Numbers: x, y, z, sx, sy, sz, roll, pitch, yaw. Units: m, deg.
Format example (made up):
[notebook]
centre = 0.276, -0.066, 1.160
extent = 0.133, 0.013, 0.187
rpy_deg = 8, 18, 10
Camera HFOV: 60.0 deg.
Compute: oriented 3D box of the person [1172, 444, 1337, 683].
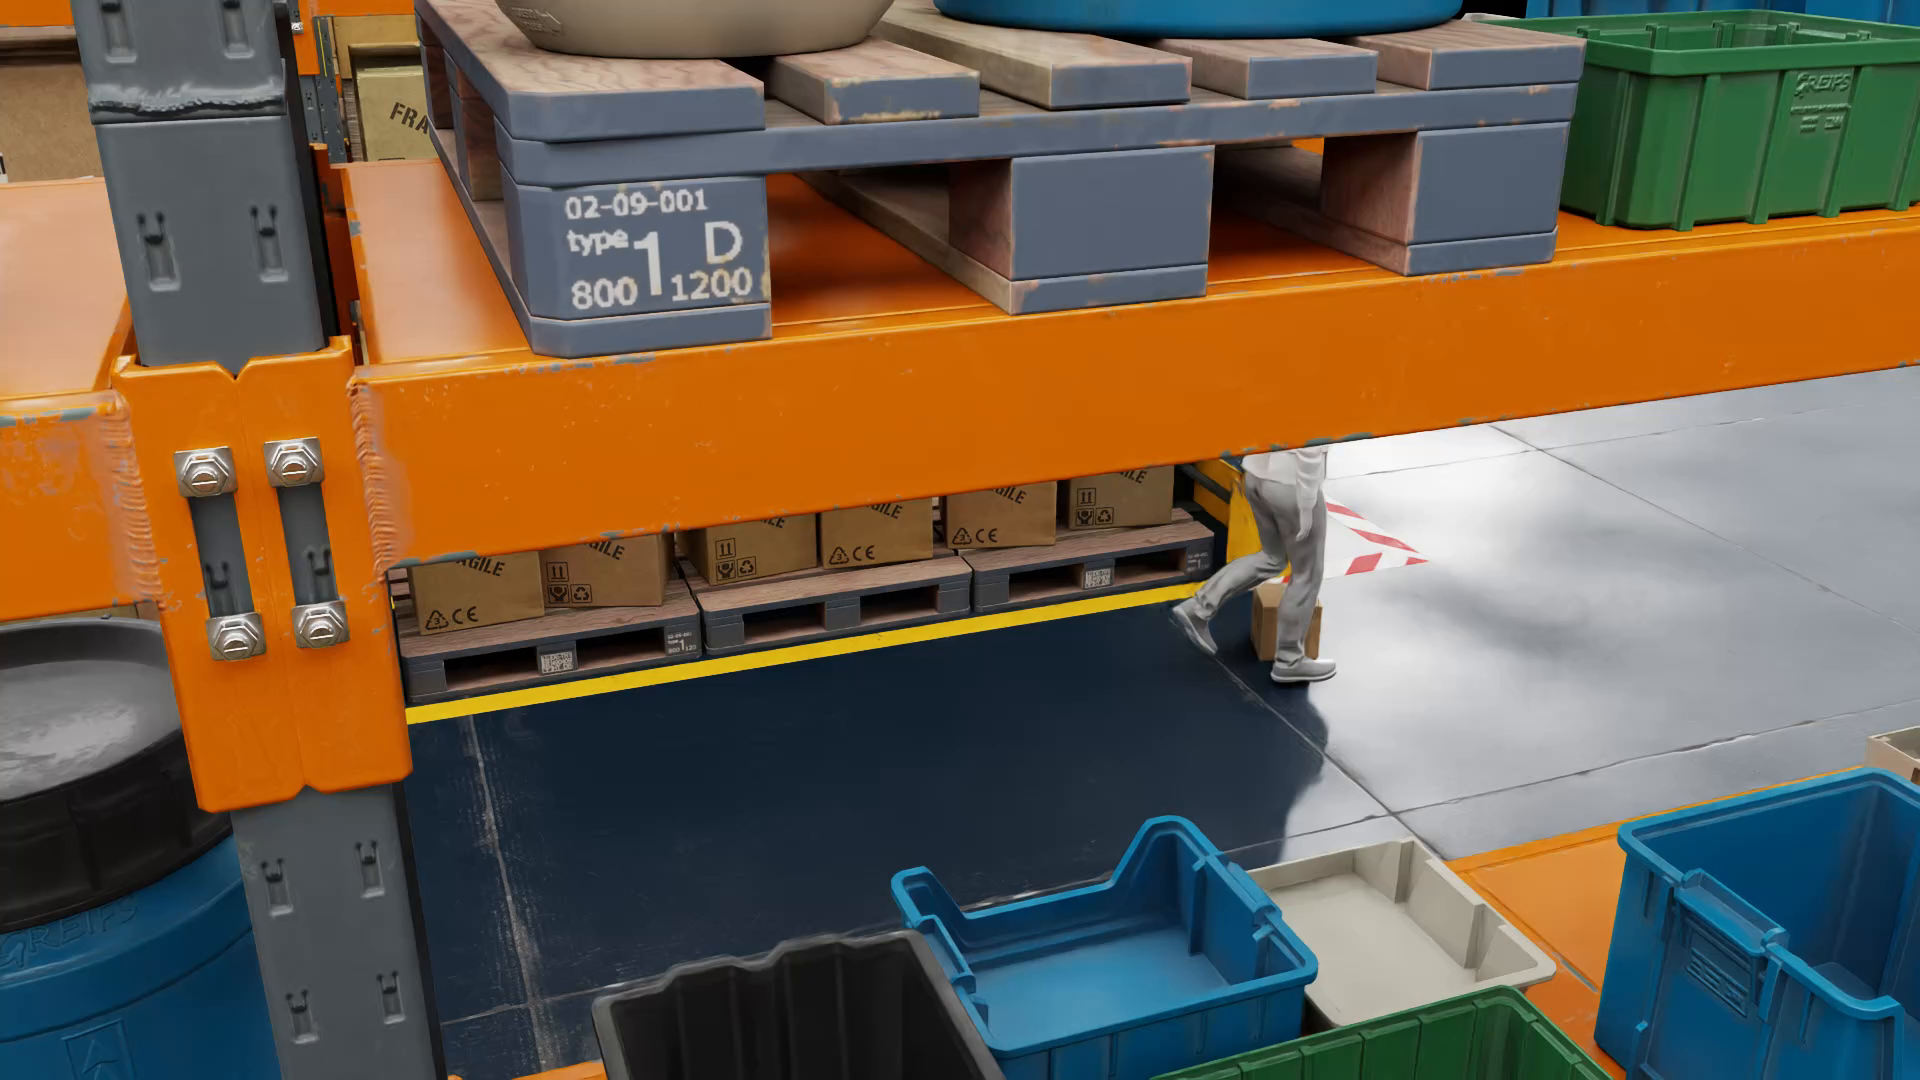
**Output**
[person]
centre = 1.211, -0.226, 6.562
extent = 0.653, 1.672, 0.485
rpy_deg = -6, 23, -14
